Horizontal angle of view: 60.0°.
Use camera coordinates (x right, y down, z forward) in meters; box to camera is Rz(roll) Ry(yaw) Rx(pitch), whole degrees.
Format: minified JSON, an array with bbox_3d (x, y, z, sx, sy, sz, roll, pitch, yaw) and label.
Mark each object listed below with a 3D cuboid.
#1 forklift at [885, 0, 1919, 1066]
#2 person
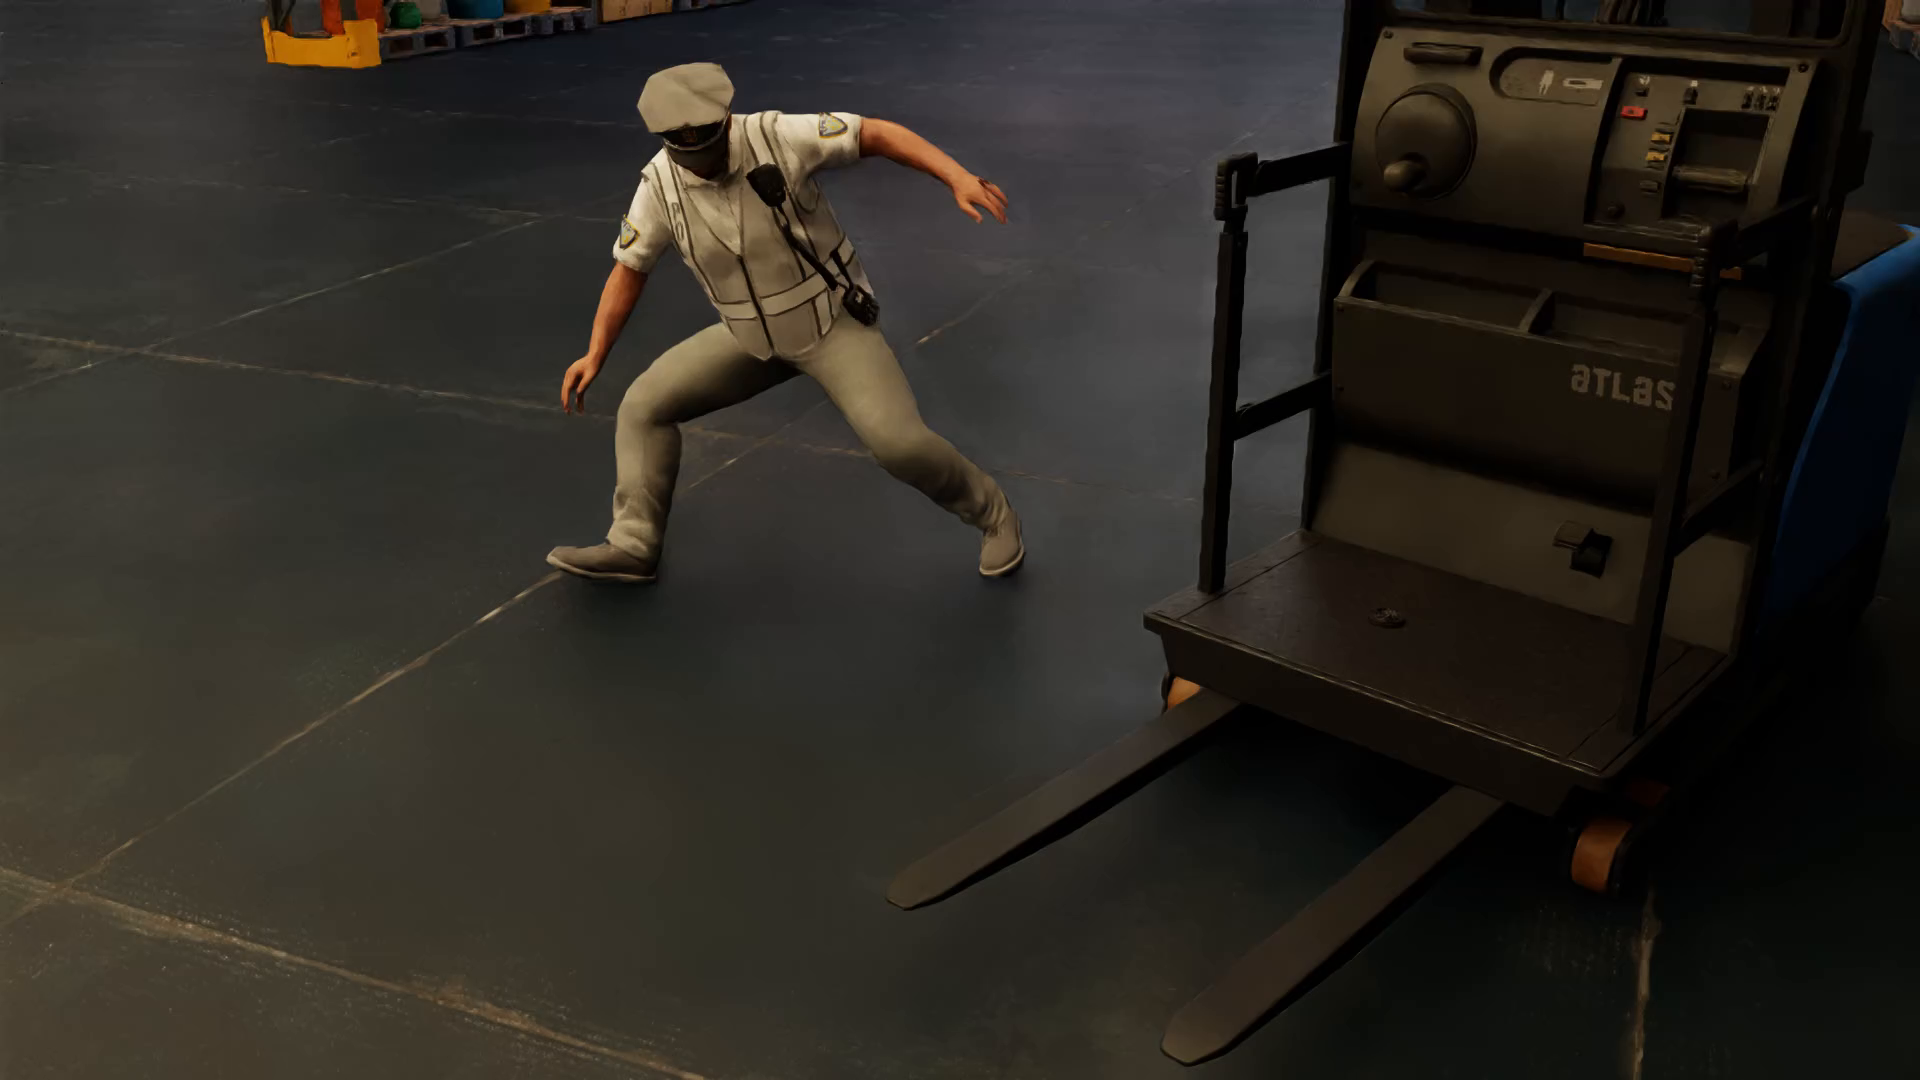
[{"bbox_3d":[1.129,-0.852,3.332,1.130,2.935,3.031,19,29,38],"label":"forklift"},{"bbox_3d":[-0.461,-0.559,4.551,1.252,1.466,0.760,8,24,17],"label":"person"}]
